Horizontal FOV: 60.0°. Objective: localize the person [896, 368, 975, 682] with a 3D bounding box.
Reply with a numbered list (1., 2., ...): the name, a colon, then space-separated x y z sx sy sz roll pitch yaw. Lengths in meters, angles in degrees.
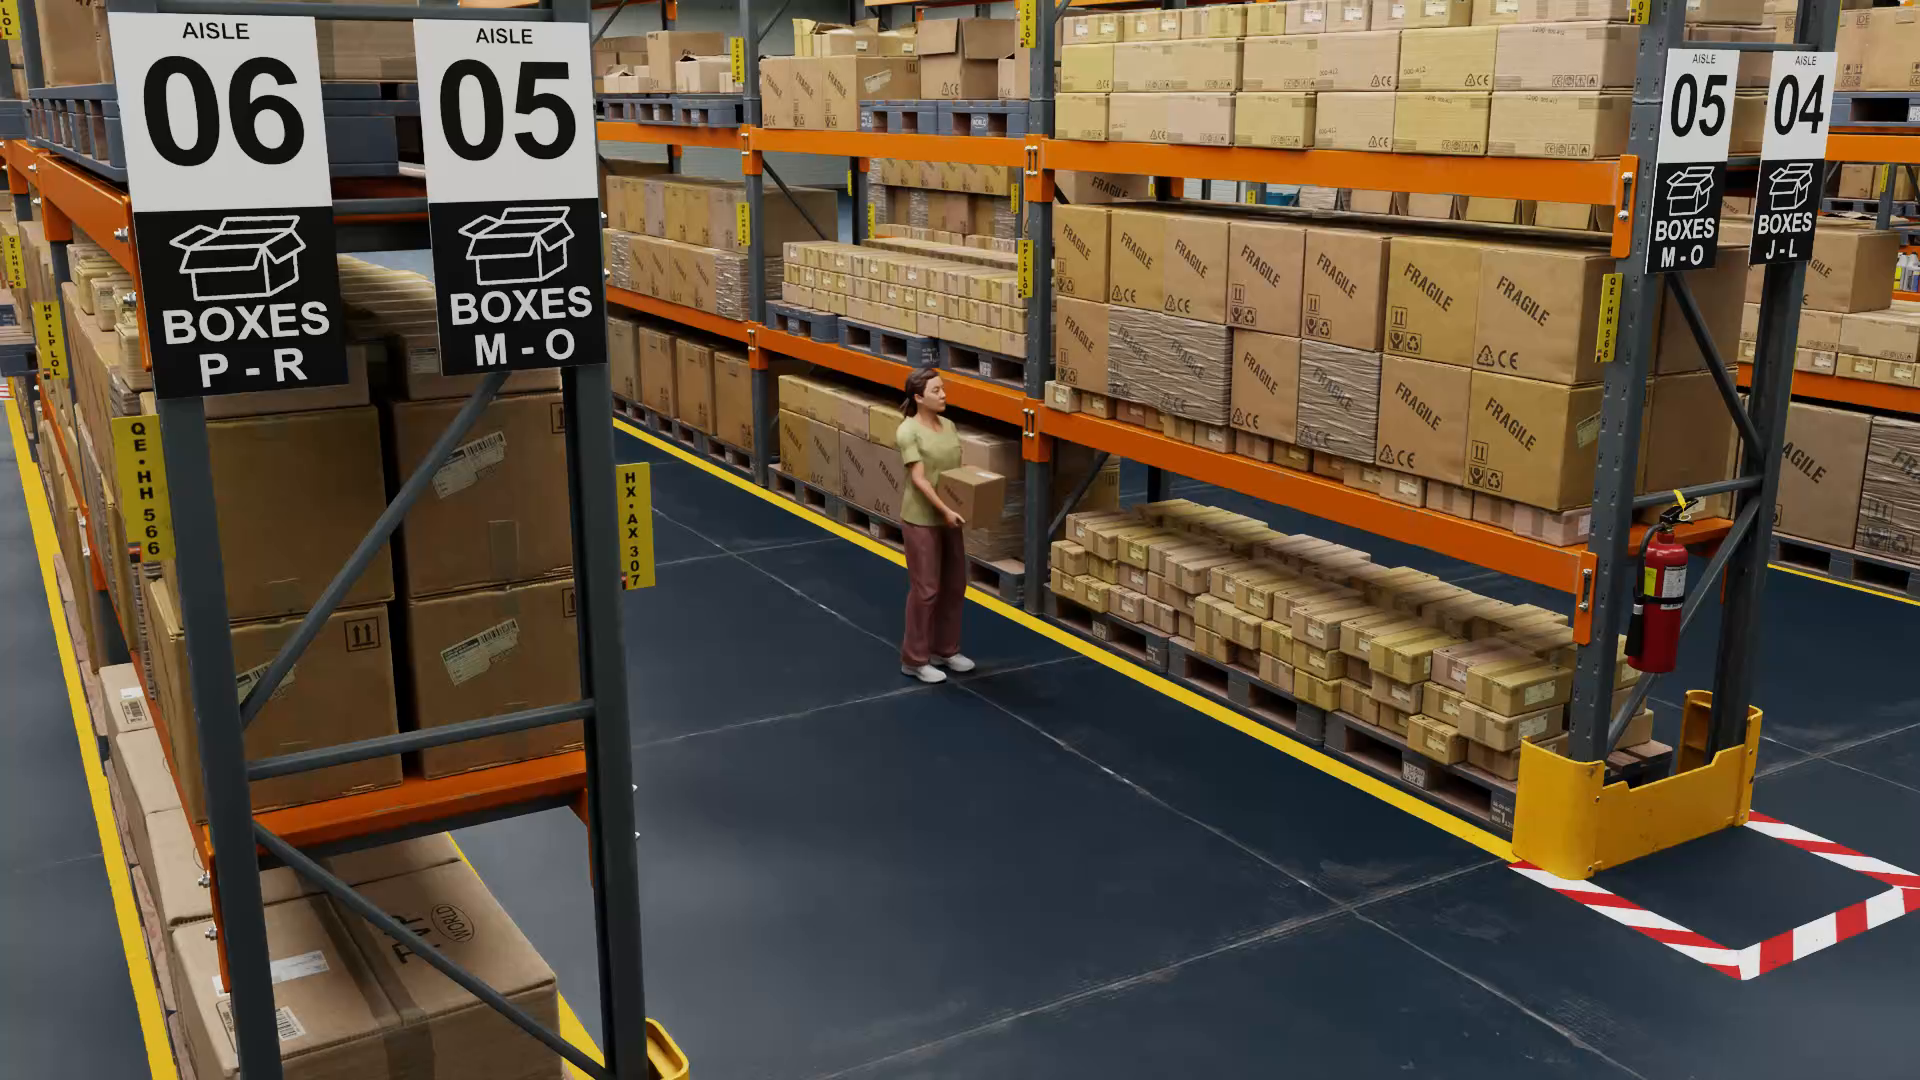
1. person: -0.094 -0.075 8.833 0.561 1.658 0.425 13 20 40
